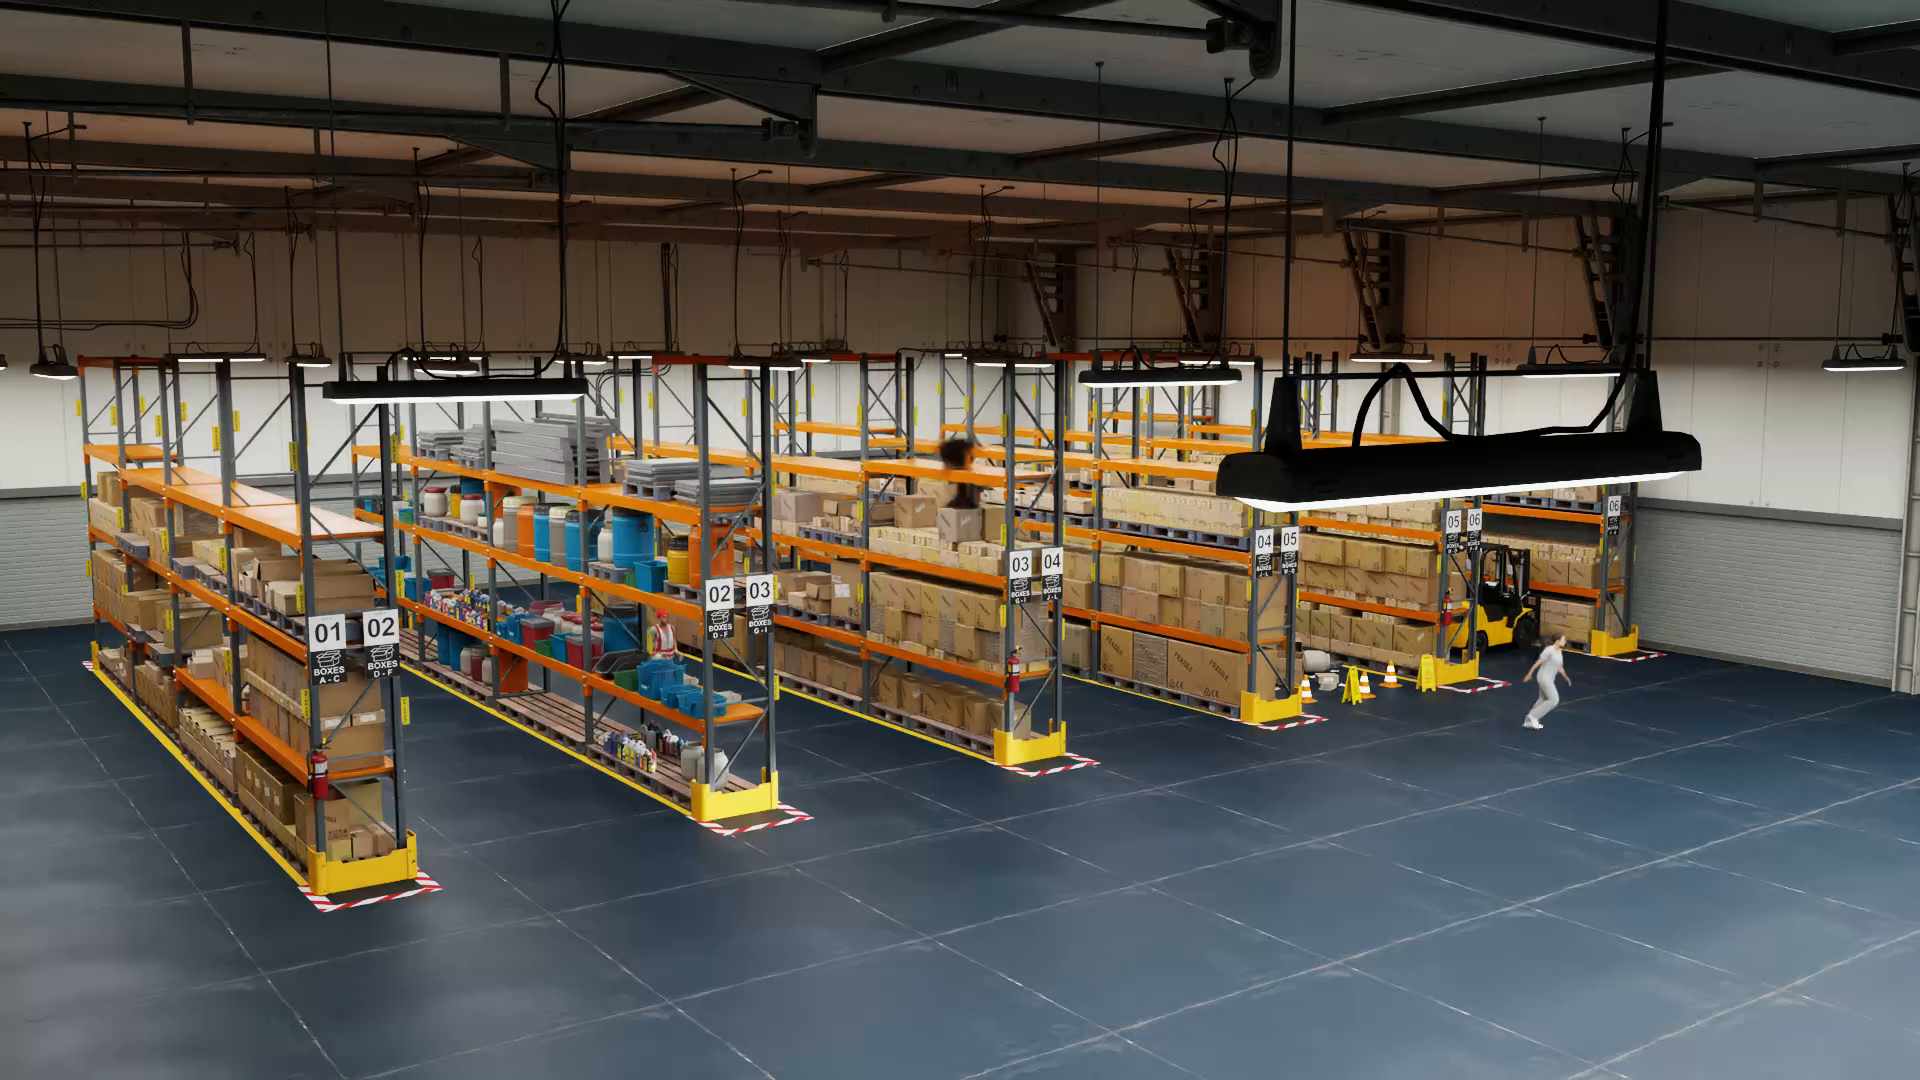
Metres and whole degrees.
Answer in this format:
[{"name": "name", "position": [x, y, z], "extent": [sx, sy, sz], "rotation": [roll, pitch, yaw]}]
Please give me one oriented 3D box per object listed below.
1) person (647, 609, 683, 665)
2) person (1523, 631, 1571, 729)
[{"name": "person", "position": [-5.084, 2.026, 28.494], "extent": [0.657, 1.728, 0.639], "rotation": [-6, 9, -42]}, {"name": "person", "position": [9.513, 2.270, 26.911], "extent": [0.659, 1.608, 0.564], "rotation": [5, 9, 36]}]
